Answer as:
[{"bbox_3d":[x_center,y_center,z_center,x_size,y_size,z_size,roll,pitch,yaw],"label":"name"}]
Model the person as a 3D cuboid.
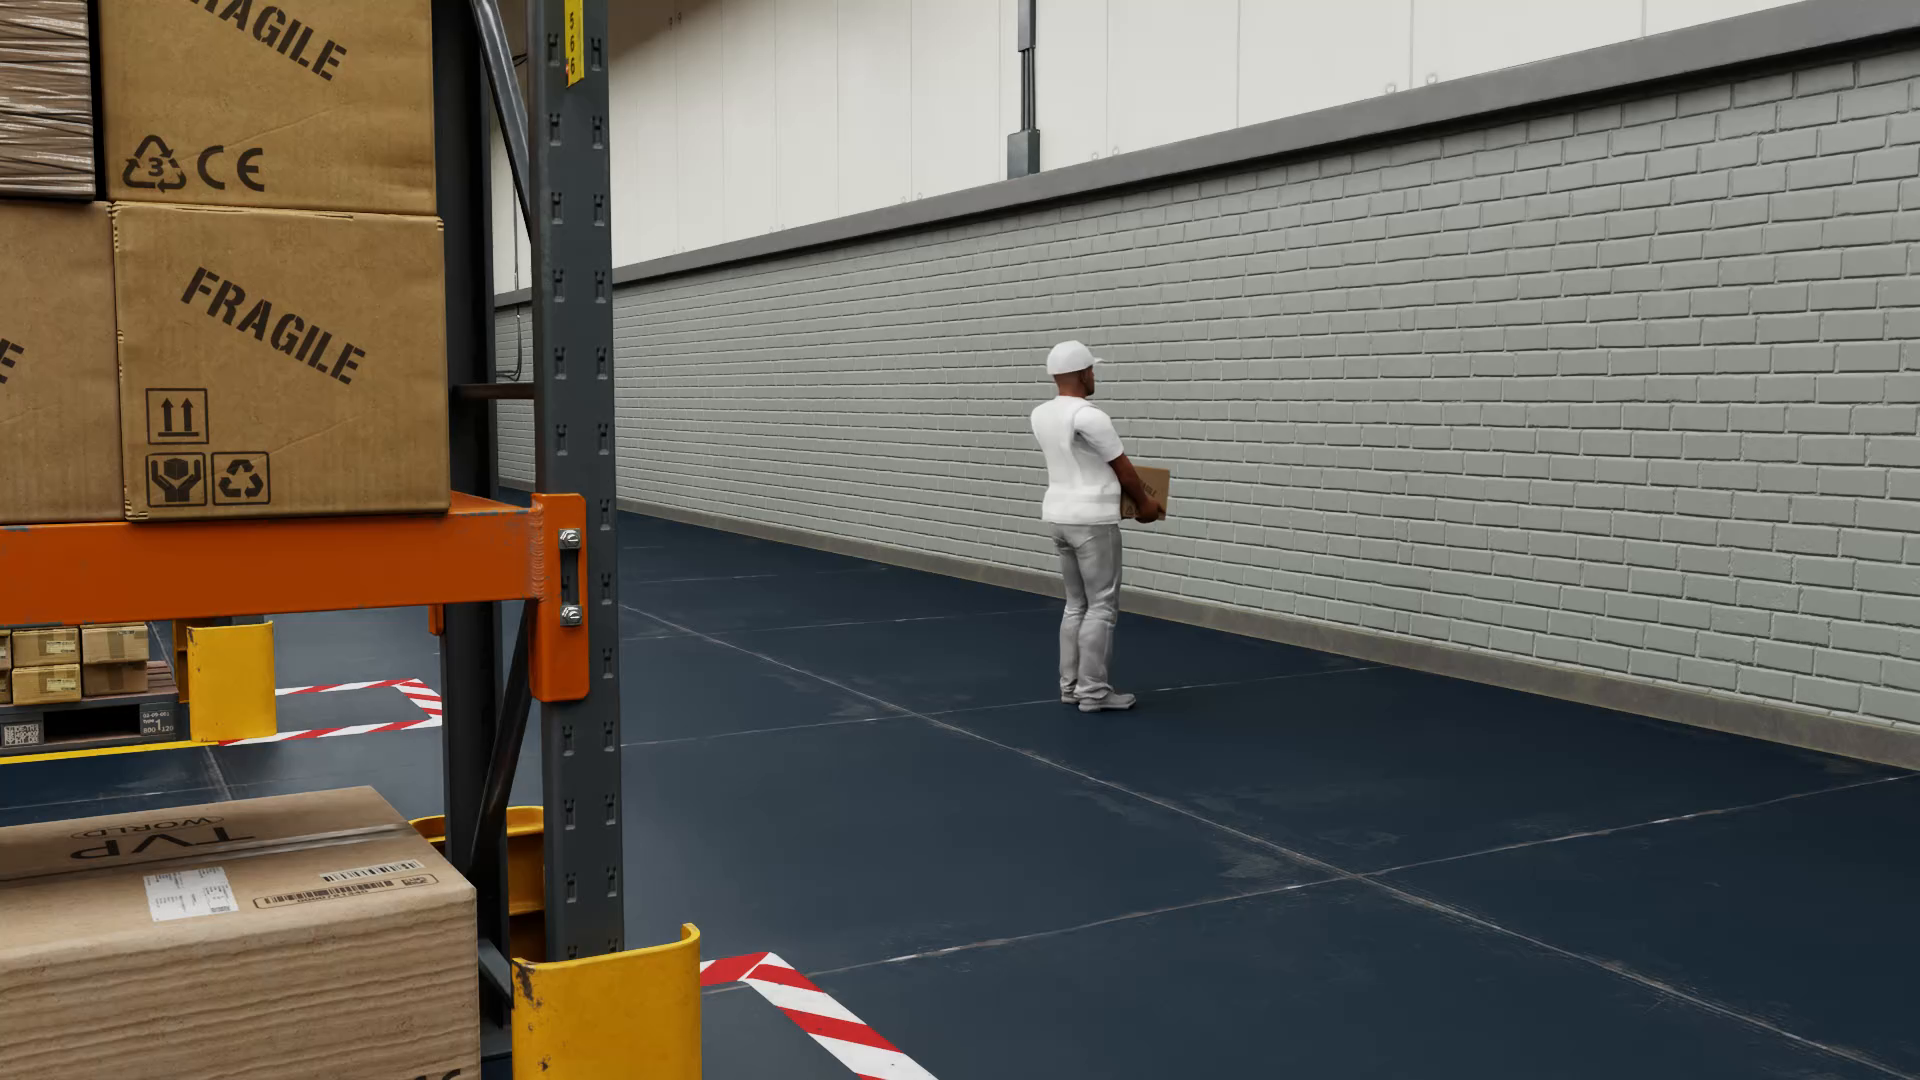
[{"bbox_3d":[0.669,-0.077,8.043,0.577,1.761,0.502,-3,6,-28],"label":"person"}]
